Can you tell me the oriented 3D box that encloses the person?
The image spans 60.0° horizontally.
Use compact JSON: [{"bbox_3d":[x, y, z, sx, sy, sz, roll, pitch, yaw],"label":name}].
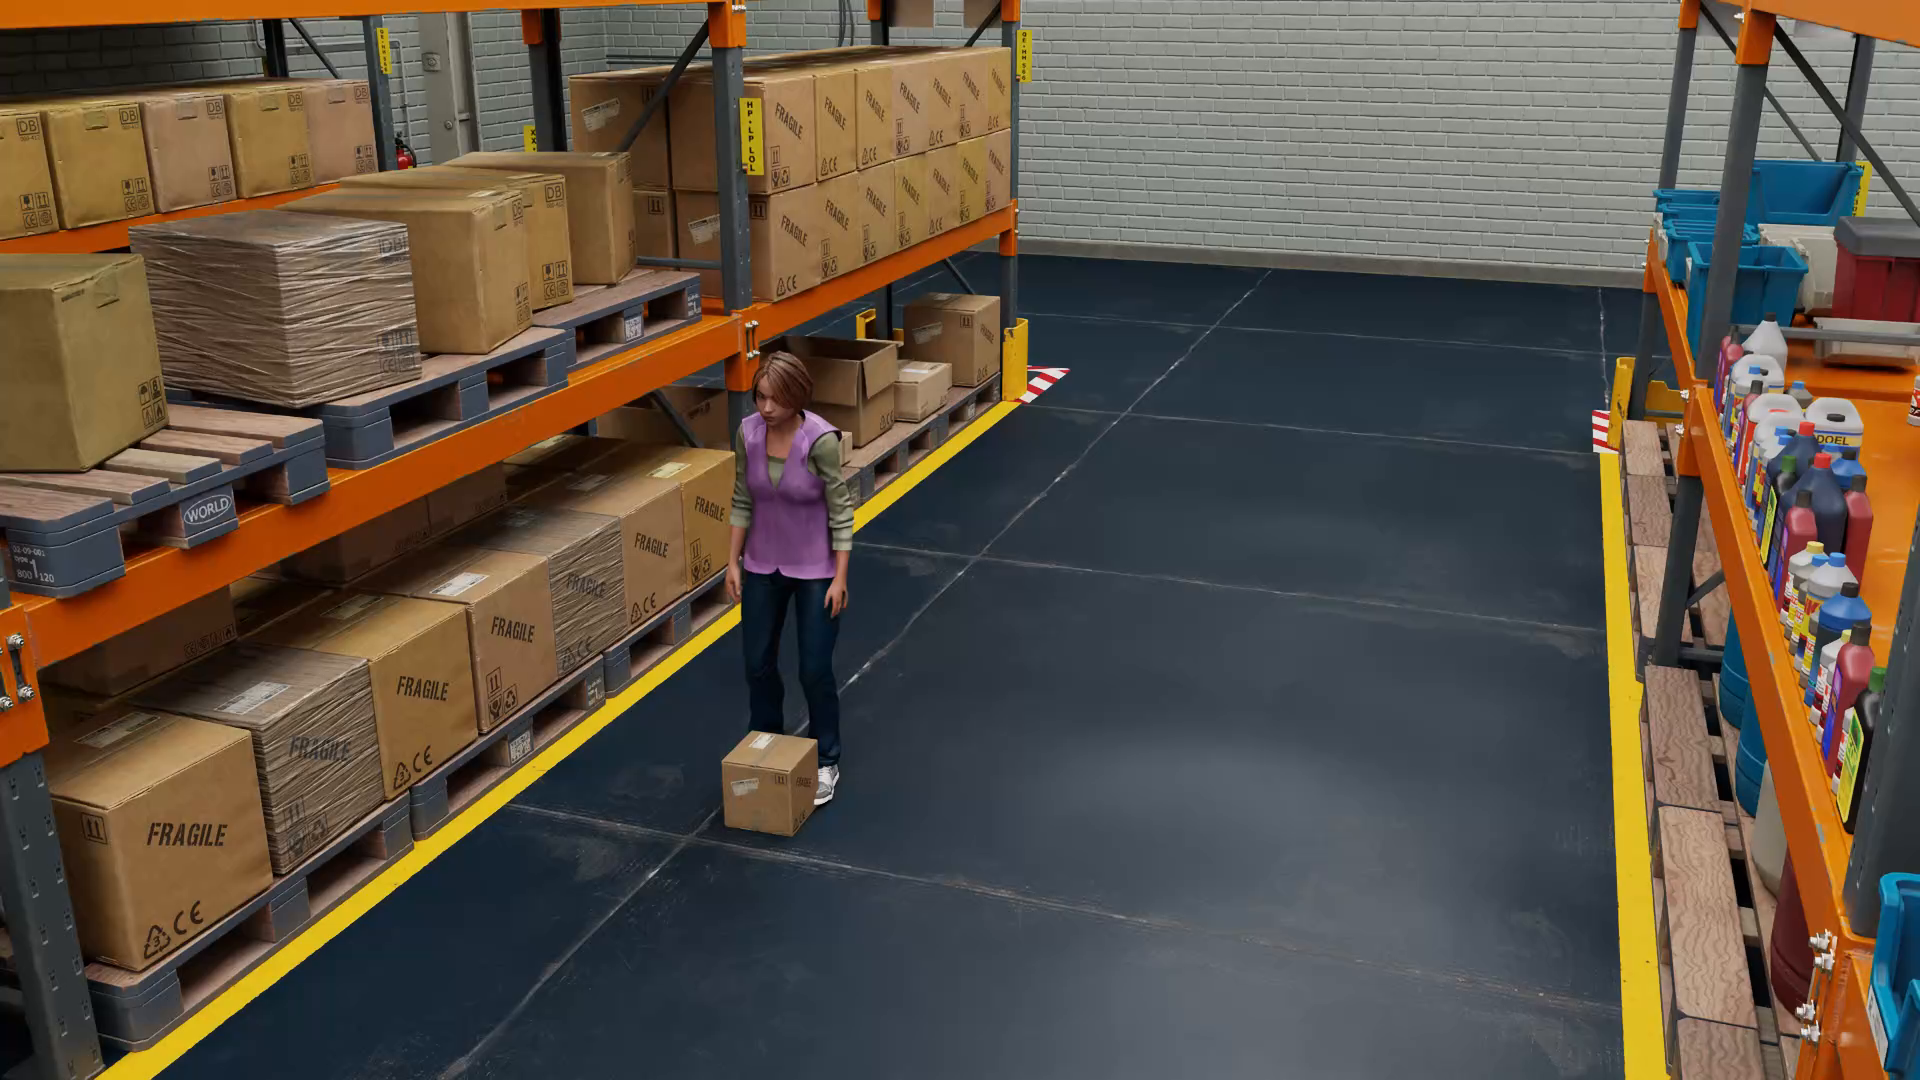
[{"bbox_3d":[-0.582,0.242,5.747,0.461,1.351,0.321,7,20,19],"label":"person"}]
